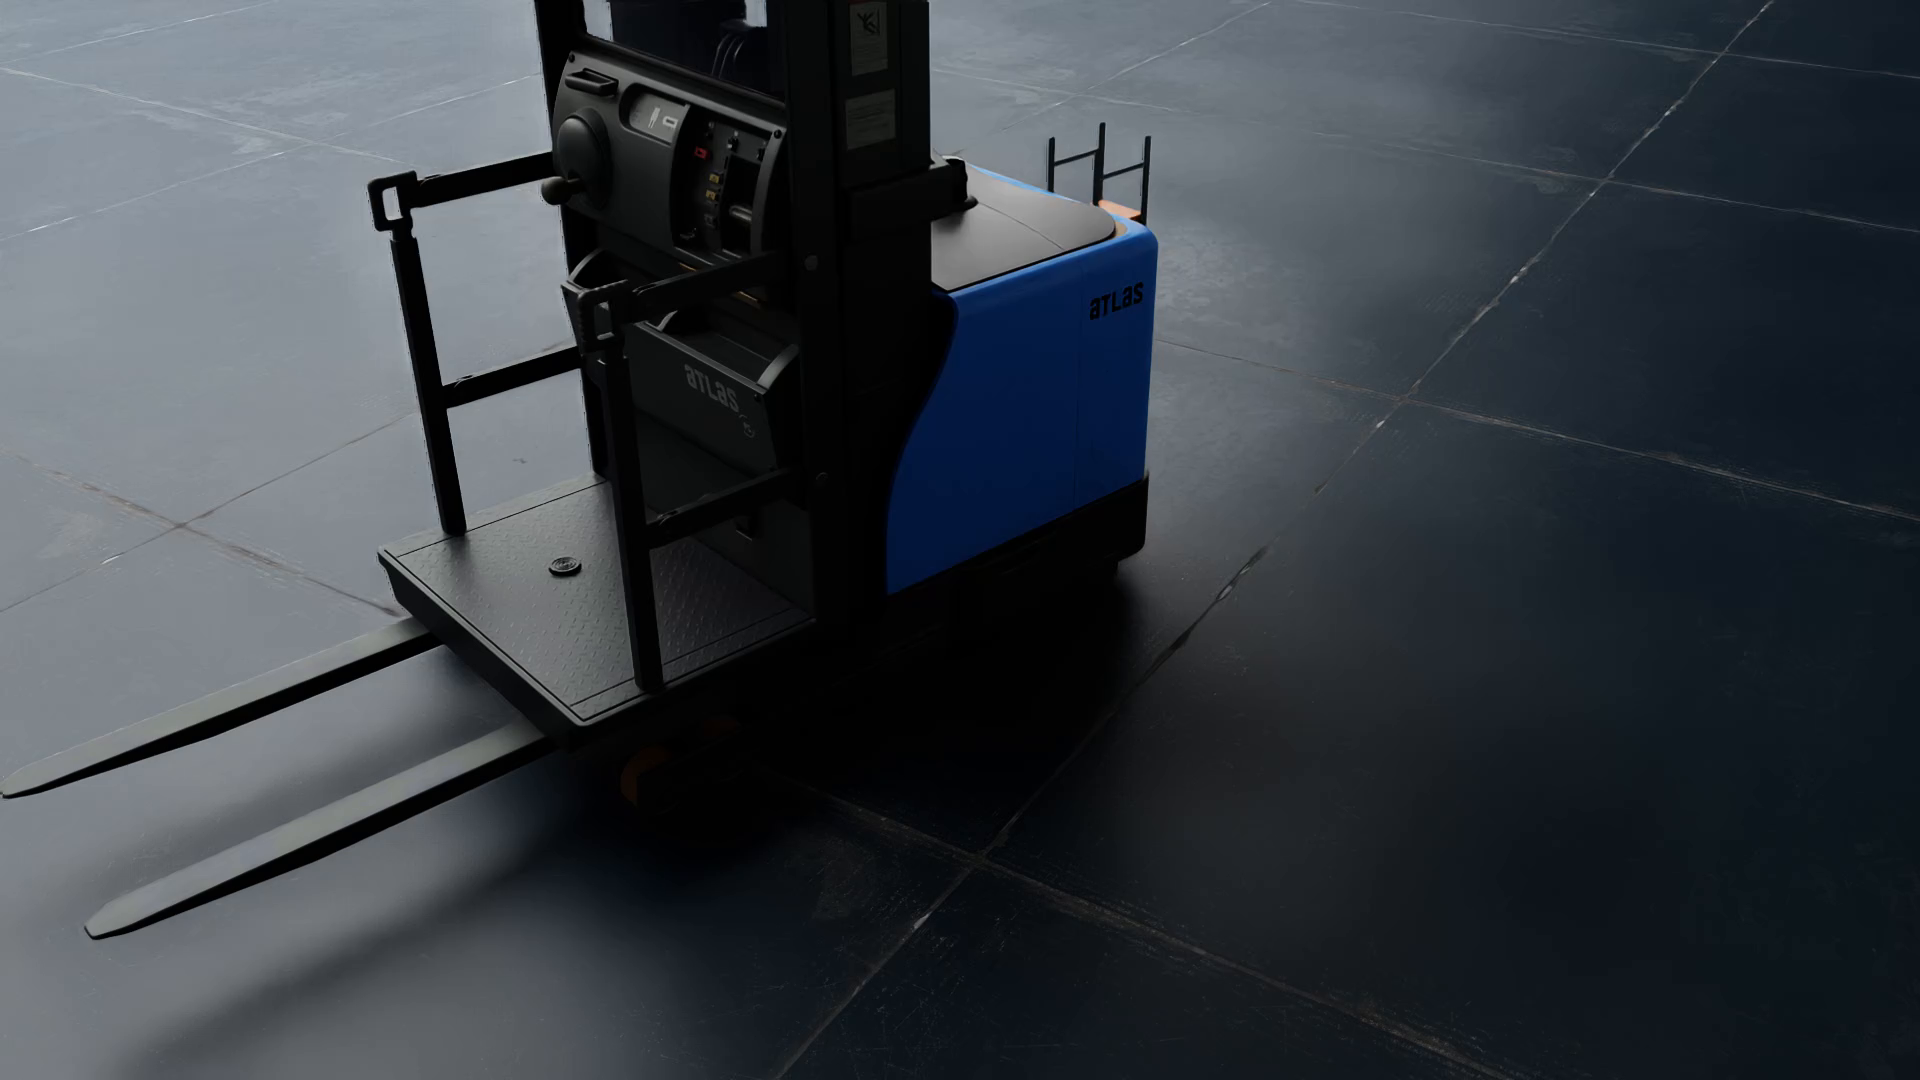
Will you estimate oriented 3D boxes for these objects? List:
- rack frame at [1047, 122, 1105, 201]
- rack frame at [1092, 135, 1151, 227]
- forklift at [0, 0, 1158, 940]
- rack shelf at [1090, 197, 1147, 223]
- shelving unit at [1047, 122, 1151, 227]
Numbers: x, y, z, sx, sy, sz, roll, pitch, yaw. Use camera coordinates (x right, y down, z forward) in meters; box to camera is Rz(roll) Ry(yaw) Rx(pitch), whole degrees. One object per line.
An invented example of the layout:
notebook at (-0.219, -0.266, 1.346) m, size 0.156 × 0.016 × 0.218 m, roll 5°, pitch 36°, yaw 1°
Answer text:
rack frame at (0.351, -0.706, 5.269) m, size 0.240 × 1.200 × 0.006 m, roll -25°, pitch 39°, yaw -36°
rack frame at (0.476, -0.638, 5.153) m, size 0.240 × 1.200 × 0.006 m, roll -25°, pitch 39°, yaw -36°
forklift at (-0.869, -0.889, 3.864) m, size 3.031 × 2.935 × 1.130 m, roll -24°, pitch 38°, yaw -35°
rack shelf at (0.414, -0.944, 5.052) m, size 0.258 × 0.103 × 0.180 m, roll -25°, pitch 39°, yaw -36°
shelving unit at (0.414, -0.672, 5.211) m, size 0.258 × 1.200 × 0.189 m, roll -25°, pitch 39°, yaw -36°
